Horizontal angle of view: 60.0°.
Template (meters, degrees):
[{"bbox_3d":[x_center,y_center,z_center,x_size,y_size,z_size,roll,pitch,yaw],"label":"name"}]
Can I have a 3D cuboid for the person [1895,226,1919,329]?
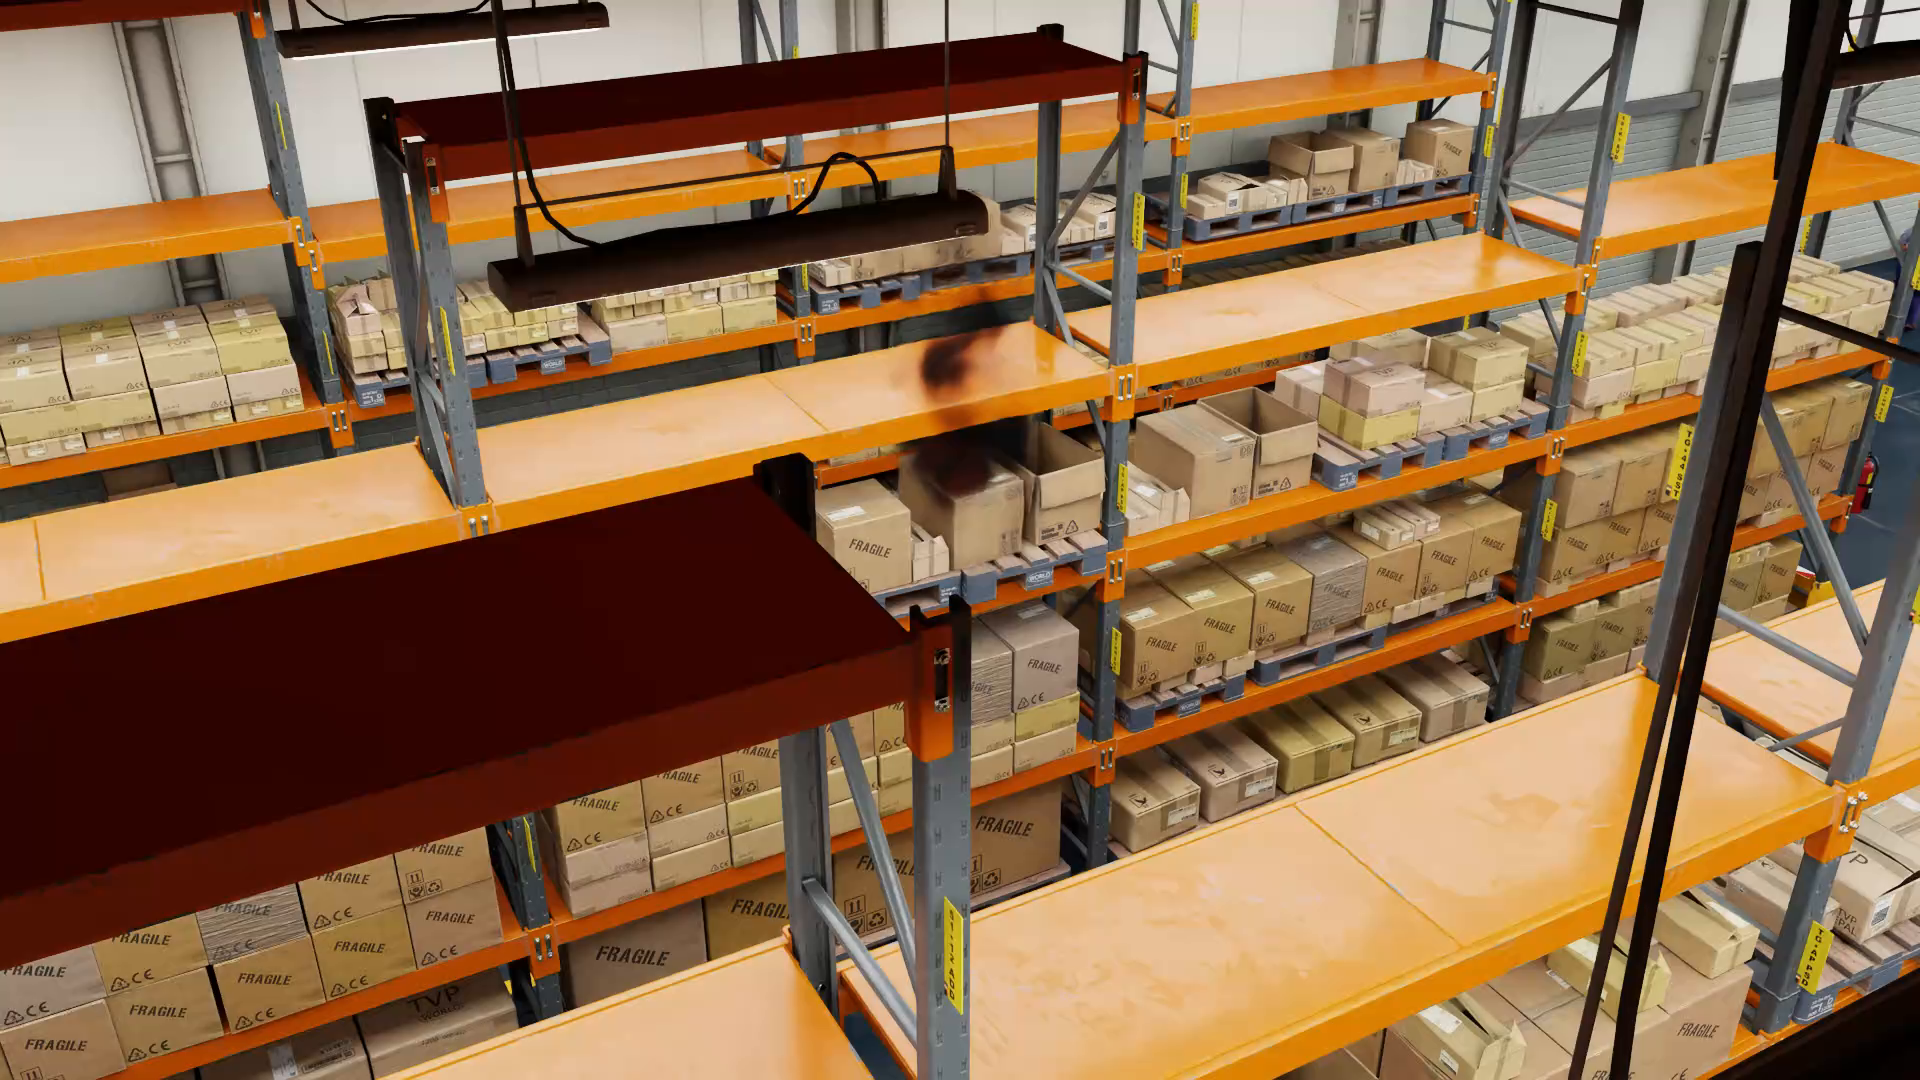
[{"bbox_3d":[12.545,-3.523,21.890,0.798,1.666,0.611,-18,33,-30],"label":"person"}]
